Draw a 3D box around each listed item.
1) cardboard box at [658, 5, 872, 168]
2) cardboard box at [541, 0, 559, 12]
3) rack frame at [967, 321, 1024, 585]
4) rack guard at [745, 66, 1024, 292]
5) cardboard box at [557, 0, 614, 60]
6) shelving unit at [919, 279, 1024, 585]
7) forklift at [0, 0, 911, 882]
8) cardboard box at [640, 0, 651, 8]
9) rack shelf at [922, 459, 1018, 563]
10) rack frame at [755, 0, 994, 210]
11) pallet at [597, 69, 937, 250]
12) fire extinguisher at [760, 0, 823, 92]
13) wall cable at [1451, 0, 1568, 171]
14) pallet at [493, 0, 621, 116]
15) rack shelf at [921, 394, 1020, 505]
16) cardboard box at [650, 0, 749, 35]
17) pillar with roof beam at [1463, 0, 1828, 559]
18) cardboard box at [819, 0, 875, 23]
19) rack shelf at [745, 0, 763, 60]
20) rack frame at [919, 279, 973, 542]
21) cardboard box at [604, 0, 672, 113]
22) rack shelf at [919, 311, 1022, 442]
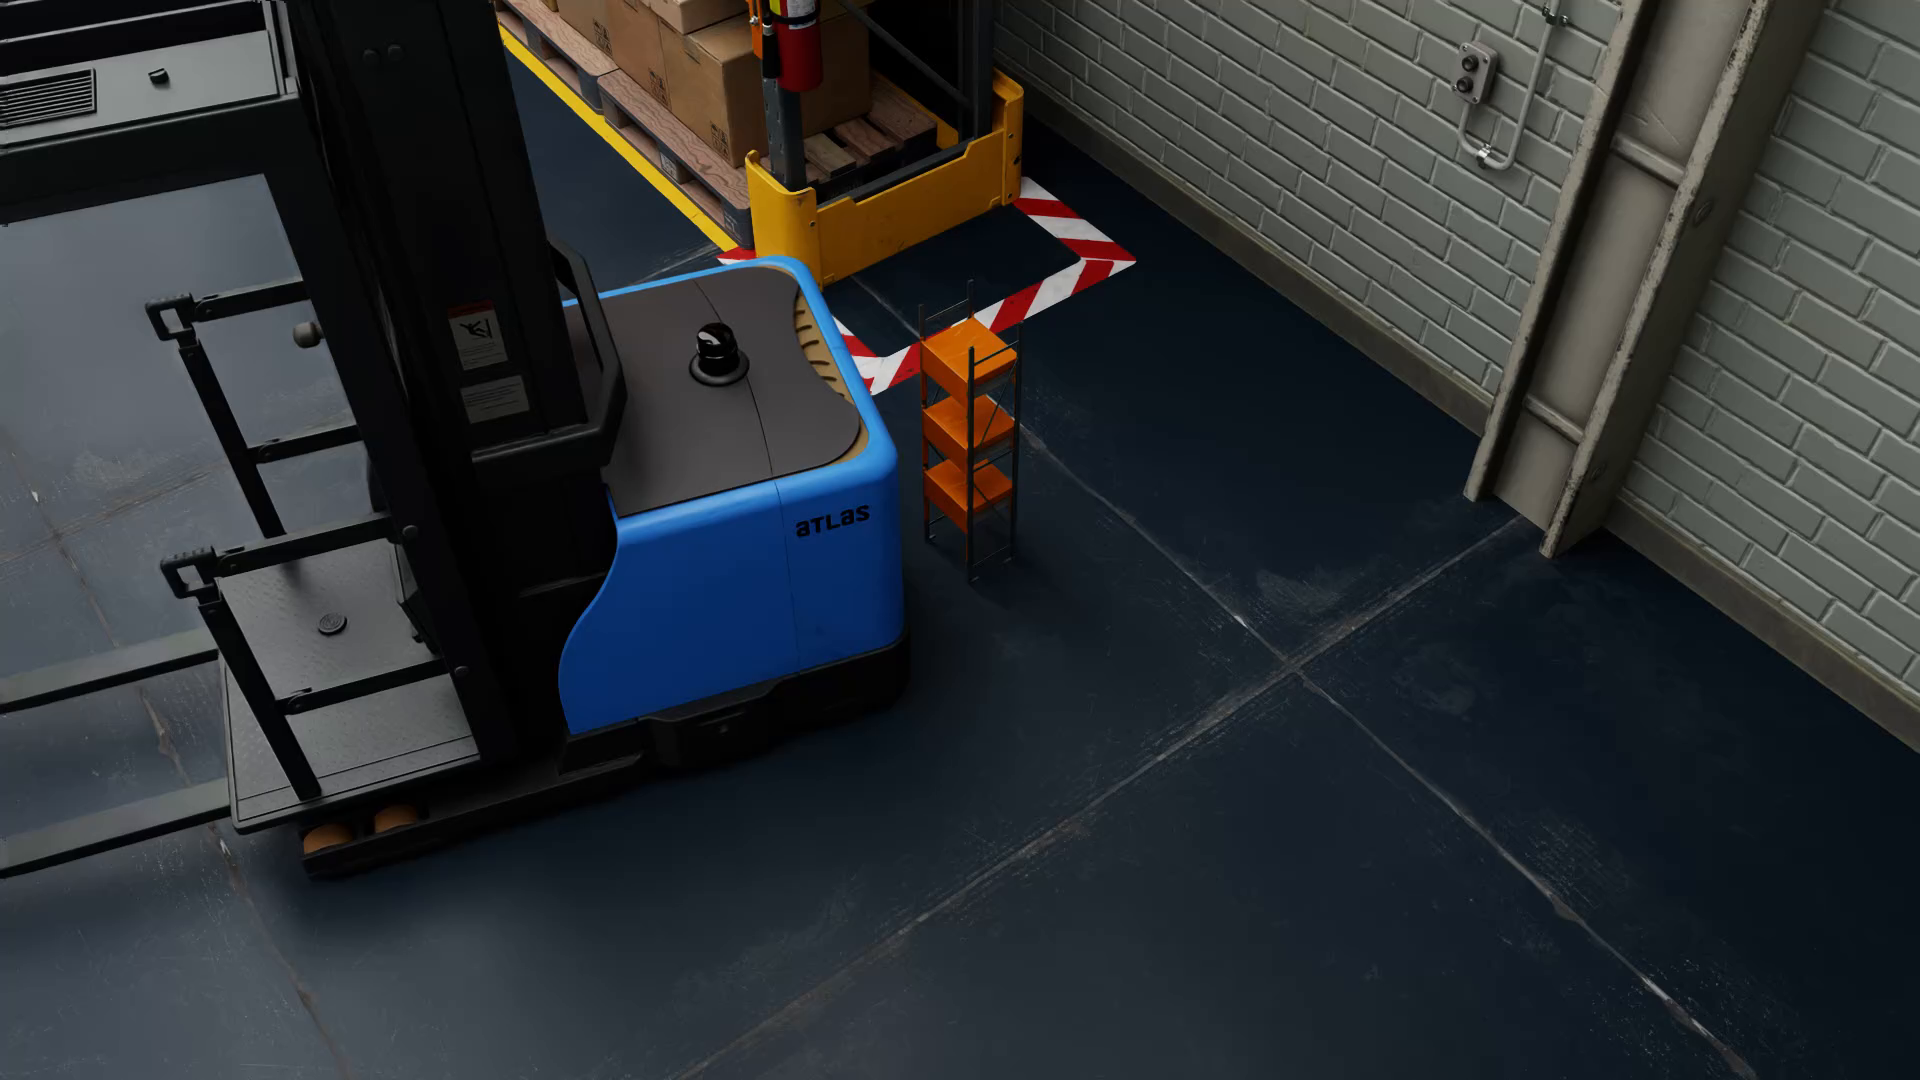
[{"bbox_3d":[-0.803,-1.998,6.940,0.700,0.500,0.500,-29,54,-24],"label":"cardboard box"},{"bbox_3d":[-1.740,-2.900,7.758,0.700,0.500,0.500,-28,54,-23],"label":"cardboard box"},{"bbox_3d":[0.106,-0.249,5.267,0.200,1.050,0.008,-29,54,-24],"label":"rack frame"},{"bbox_3d":[-0.285,-1.475,6.750,1.175,0.500,0.348,-29,54,-24],"label":"rack guard"},{"bbox_3d":[-1.411,-2.589,7.476,0.700,0.500,0.500,-31,55,-25],"label":"cardboard box"},{"bbox_3d":[0.032,-0.321,5.332,0.215,1.050,0.252,-29,54,-24],"label":"shelving unit"},{"bbox_3d":[-1.728,-0.448,4.178,3.031,2.935,1.130,-15,50,-13],"label":"forklift"},{"bbox_3d":[-1.181,-2.360,6.831,0.380,0.149,0.250,-28,54,-23],"label":"cardboard box"},{"bbox_3d":[0.032,-0.127,5.546,0.215,0.259,0.240,-29,54,-24],"label":"rack shelf"},{"bbox_3d":[-0.300,-2.328,5.836,1.000,3.000,0.127,-29,54,-24],"label":"rack frame"},{"bbox_3d":[-0.846,-1.828,7.265,1.003,0.211,1.213,-29,54,-24],"label":"pallet"},{"bbox_3d":[-0.576,-1.881,5.735,0.296,0.674,0.183,-29,54,-24],"label":"fire extinguisher"},{"bbox_3d":[1.228,-2.339,5.160,0.084,1.984,1.851,-29,54,-24],"label":"wall cable"},{"bbox_3d":[-1.581,-2.547,7.917,1.003,0.211,1.213,-29,54,-24],"label":"pallet"},{"bbox_3d":[0.032,-0.314,5.340,0.215,0.259,0.240,-29,54,-24],"label":"rack shelf"},{"bbox_3d":[-1.026,-2.210,6.694,0.380,0.149,0.250,-30,54,-24],"label":"cardboard box"},{"bbox_3d":[-1.403,-1.208,0.771,9.100,9.000,0.400,-29,54,-24],"label":"pillar with roof beam"},{"bbox_3d":[-0.568,-2.232,6.714,0.380,0.149,0.250,-29,54,-24],"label":"cardboard box"},{"bbox_3d":[-1.511,-3.266,7.172,1.077,0.370,4.000,-29,54,-24],"label":"rack shelf"},{"bbox_3d":[-0.041,-0.393,5.398,0.200,1.050,0.008,-29,54,-24],"label":"rack frame"},{"bbox_3d":[-1.106,-2.293,7.208,0.700,0.500,0.500,-30,54,-24],"label":"cardboard box"},{"bbox_3d":[0.032,-0.505,5.130,0.215,0.259,0.240,-29,54,-24],"label":"rack shelf"}]
